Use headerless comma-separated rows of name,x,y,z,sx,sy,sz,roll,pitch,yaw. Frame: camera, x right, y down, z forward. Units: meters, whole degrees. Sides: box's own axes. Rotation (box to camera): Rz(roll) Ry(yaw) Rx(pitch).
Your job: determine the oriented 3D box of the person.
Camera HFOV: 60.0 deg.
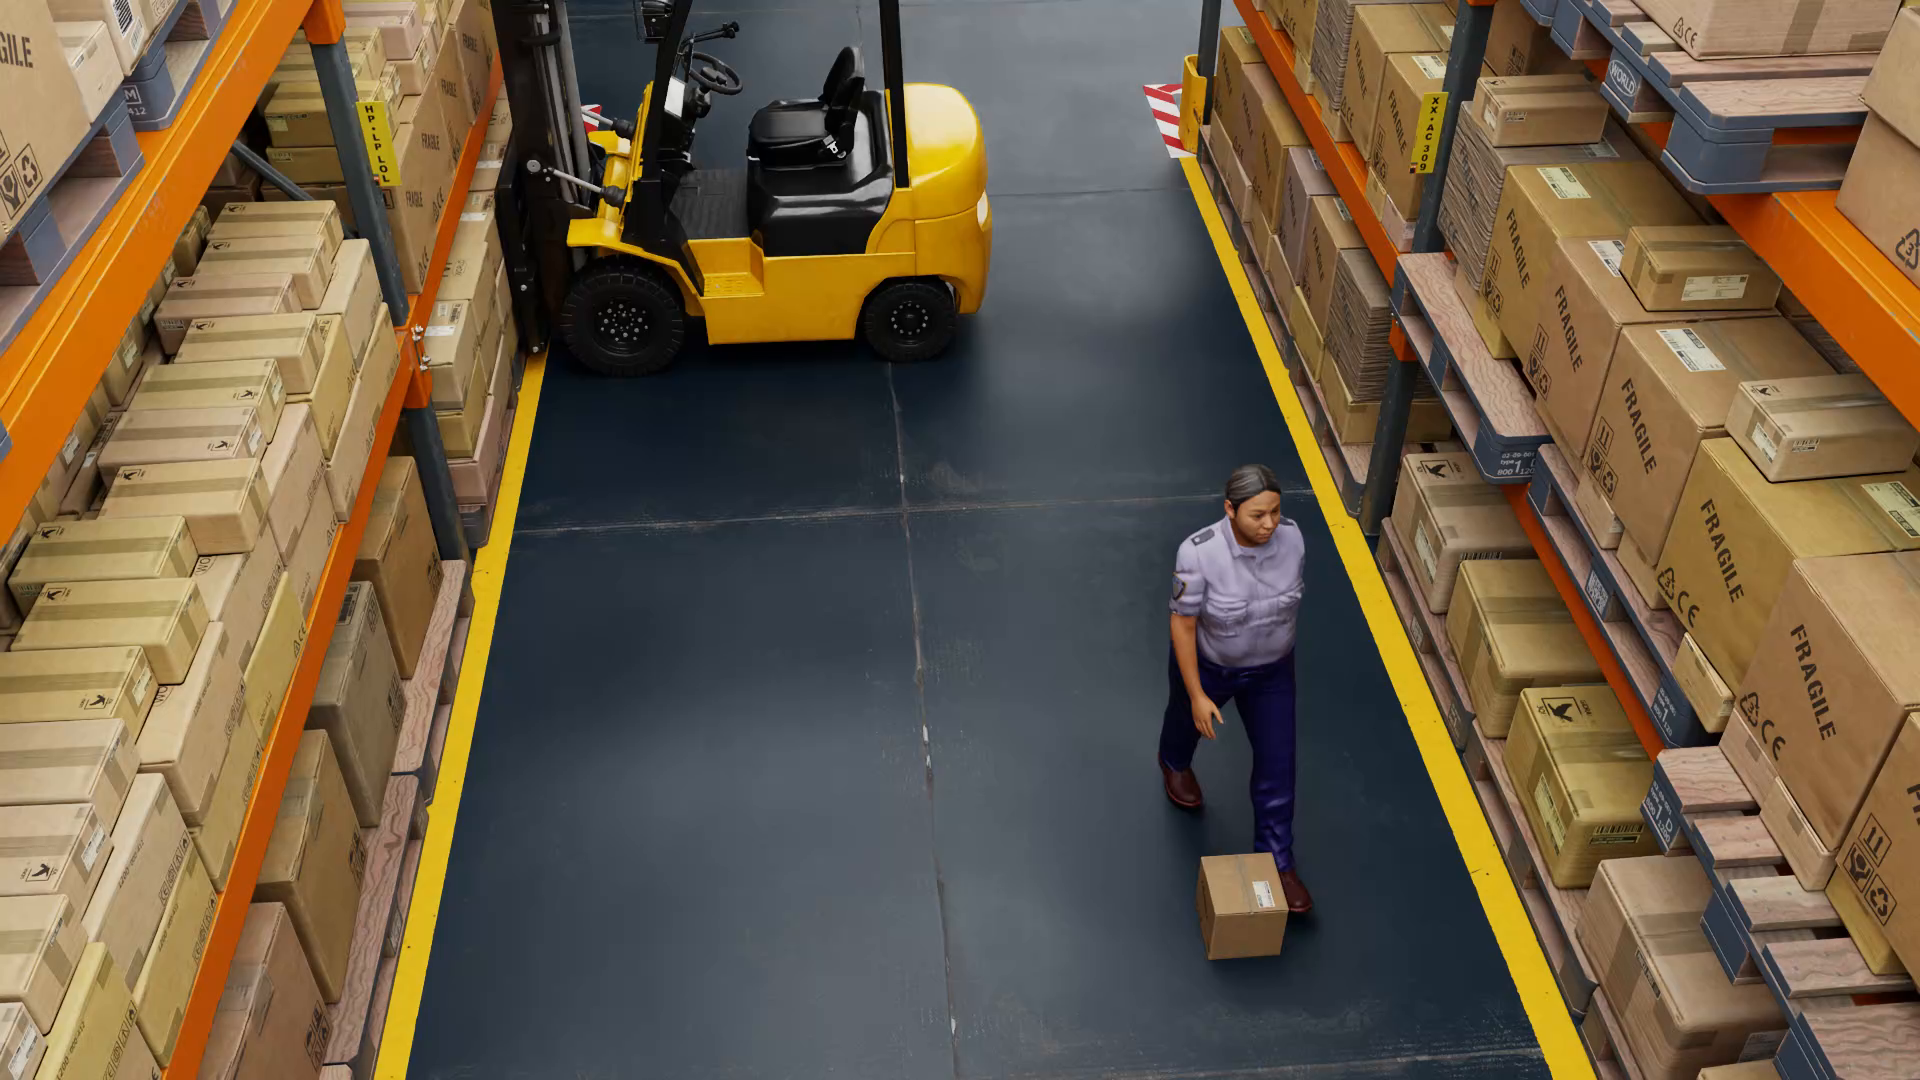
person,0.937,0.483,5.590,0.486,1.585,0.893,-7,40,-8
